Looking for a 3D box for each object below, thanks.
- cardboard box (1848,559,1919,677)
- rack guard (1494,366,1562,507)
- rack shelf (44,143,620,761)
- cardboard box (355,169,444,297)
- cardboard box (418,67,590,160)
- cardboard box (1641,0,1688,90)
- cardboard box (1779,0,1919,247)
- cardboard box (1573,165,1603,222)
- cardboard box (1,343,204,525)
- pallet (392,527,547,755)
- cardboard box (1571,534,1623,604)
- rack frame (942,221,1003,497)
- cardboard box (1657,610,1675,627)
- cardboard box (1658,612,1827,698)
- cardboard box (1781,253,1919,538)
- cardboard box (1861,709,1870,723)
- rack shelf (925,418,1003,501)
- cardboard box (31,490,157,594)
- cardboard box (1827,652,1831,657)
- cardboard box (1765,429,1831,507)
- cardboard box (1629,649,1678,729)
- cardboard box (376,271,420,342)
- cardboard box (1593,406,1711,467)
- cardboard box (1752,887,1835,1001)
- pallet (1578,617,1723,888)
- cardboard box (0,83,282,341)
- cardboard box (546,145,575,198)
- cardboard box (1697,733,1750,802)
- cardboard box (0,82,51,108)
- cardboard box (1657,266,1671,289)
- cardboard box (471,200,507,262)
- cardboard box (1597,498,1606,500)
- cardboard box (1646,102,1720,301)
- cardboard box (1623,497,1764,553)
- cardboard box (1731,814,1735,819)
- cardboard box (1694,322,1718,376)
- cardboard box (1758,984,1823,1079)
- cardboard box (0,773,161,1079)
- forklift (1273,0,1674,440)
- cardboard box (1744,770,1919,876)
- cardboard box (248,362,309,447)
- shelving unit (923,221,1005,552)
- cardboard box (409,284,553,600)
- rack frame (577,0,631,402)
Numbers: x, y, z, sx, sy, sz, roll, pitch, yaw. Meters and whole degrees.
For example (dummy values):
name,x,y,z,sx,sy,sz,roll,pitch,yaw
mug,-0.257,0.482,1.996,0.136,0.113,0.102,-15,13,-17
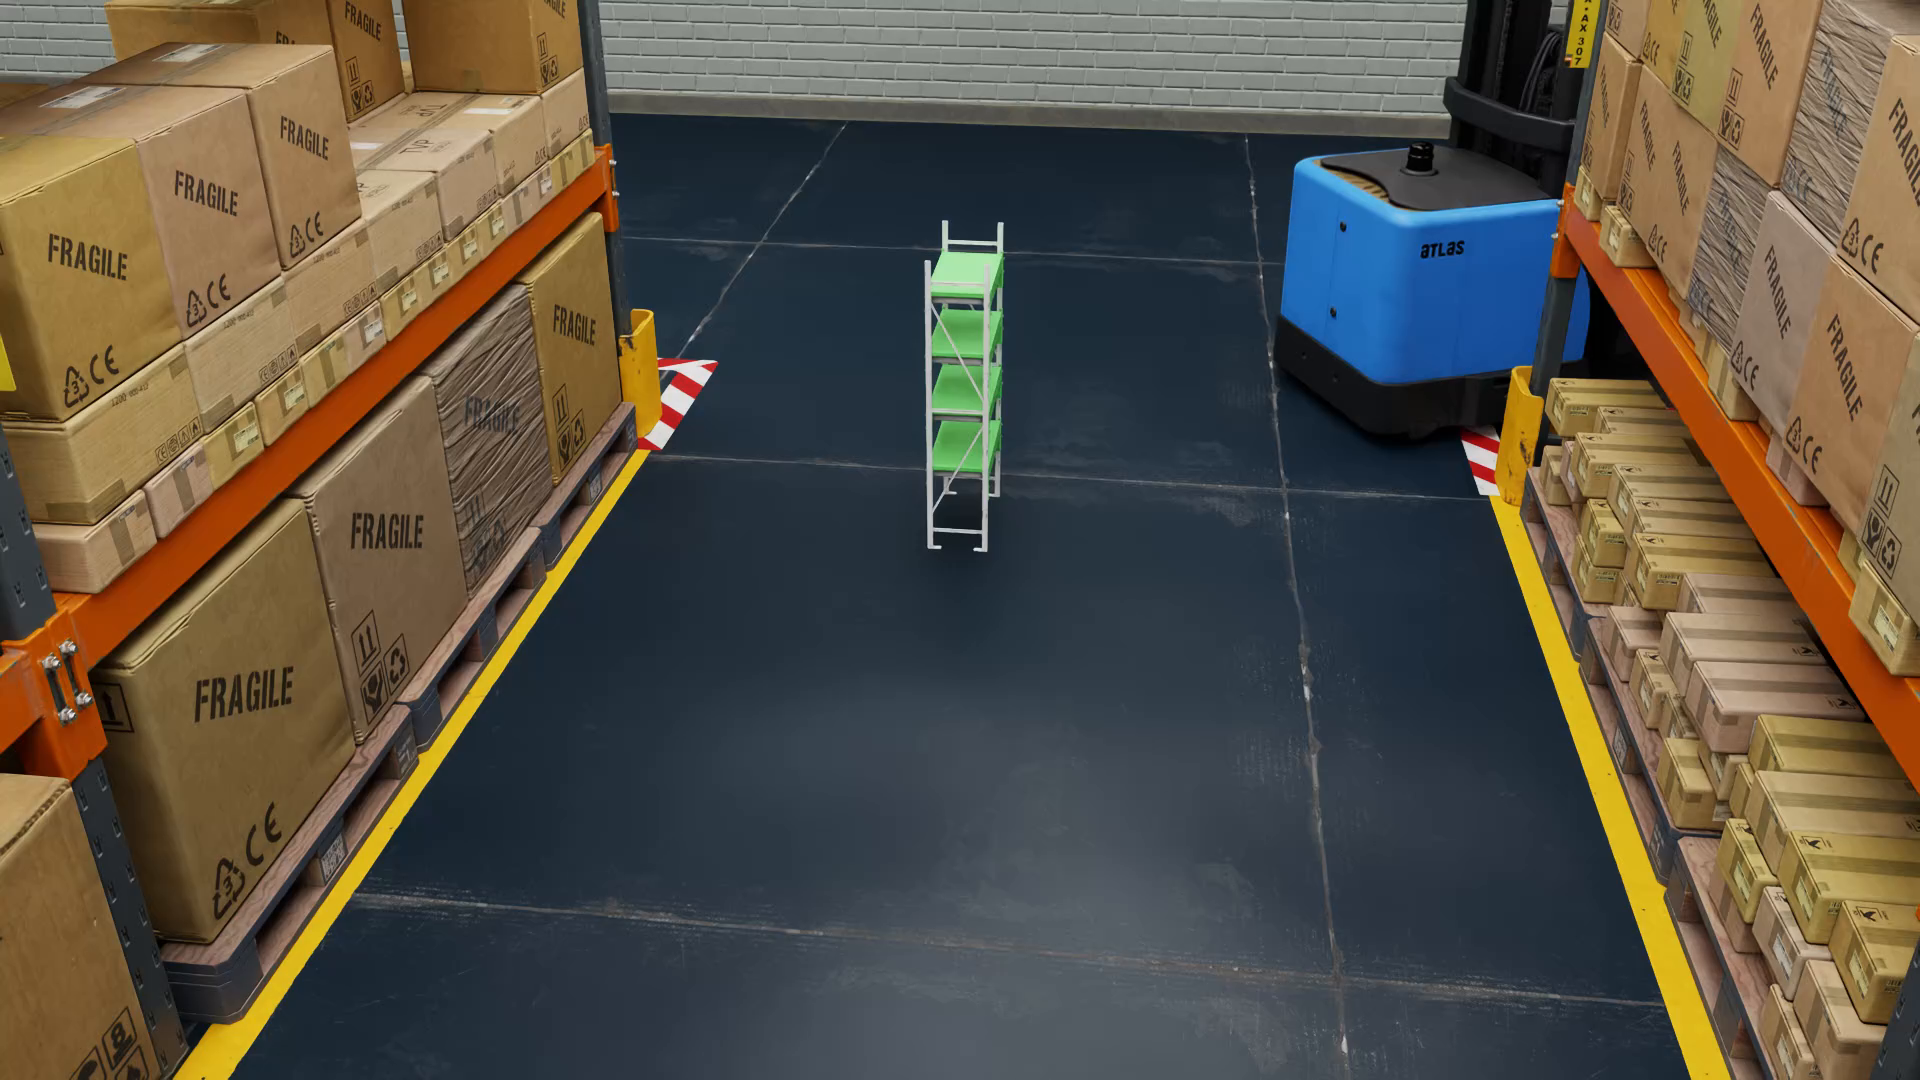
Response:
name,x,y,z,sx,sy,sz,roll,pitch,yaw
cardboard box,2.145,0.172,3.533,0.380,0.149,0.250,3,28,5
rack guard,2.899,-0.410,6.983,1.175,0.500,0.348,3,28,6
rack shelf,-2.246,-0.624,5.503,1.077,0.370,4.000,3,28,6
cardboard box,-1.982,-0.979,5.250,0.500,0.250,0.500,3,29,6
cardboard box,-1.797,-1.703,6.593,0.500,0.250,0.500,3,28,5
cardboard box,2.535,-1.727,5.320,0.500,0.500,0.500,4,29,8
cardboard box,2.343,-0.999,3.968,0.500,0.500,0.500,4,29,8
cardboard box,2.544,-1.302,6.269,0.380,0.149,0.250,3,28,6
cardboard box,-2.174,-0.270,3.933,0.500,0.250,0.500,3,28,5
pallet,-2.174,0.299,5.972,1.003,0.211,1.213,3,28,6
cardboard box,2.412,0.111,5.943,0.380,0.149,0.250,4,29,7
rack frame,0.050,-0.721,6.823,0.240,1.200,0.015,3,28,6
cardboard box,2.489,0.246,5.380,0.380,0.149,0.250,5,29,9
cardboard box,2.291,0.344,4.884,0.380,0.149,0.250,2,28,4
cardboard box,2.262,-0.327,3.774,0.500,0.500,0.500,3,28,5
cardboard box,2.901,0.641,4.960,0.380,0.149,0.250,3,28,5
rack shelf,0.020,-0.339,6.754,0.258,0.148,0.480,3,28,6
cardboard box,-2.125,-0.008,3.868,0.380,0.149,0.250,3,29,6
cardboard box,2.965,0.267,5.341,0.380,0.149,0.250,5,29,9
cardboard box,2.296,-0.200,4.223,0.380,0.149,0.250,2,28,4
cardboard box,2.351,0.481,5.257,0.380,0.149,0.250,3,28,6
cardboard box,-1.936,-0.742,5.230,0.380,0.149,0.250,3,28,5
cardboard box,2.593,-0.374,6.217,0.380,0.149,0.250,4,29,7
cardboard box,2.163,0.981,4.015,0.380,0.149,0.250,2,28,4
pallet,2.613,0.670,5.283,1.003,0.211,1.213,3,28,6
cardboard box,-2.111,-0.836,4.193,0.500,0.500,0.500,3,28,6
cardboard box,-1.748,-1.462,6.566,0.380,0.149,0.250,4,29,7
cardboard box,2.318,0.621,4.685,0.380,0.149,0.250,4,29,7
cardboard box,-2.635,-0.862,4.240,0.500,0.500,0.500,4,29,7
cardboard box,2.572,-0.926,5.571,0.380,0.149,0.250,5,29,9
cardboard box,-1.842,-1.104,5.901,0.380,0.149,0.250,3,28,5
cardboard box,2.558,-0.129,6.076,0.380,0.149,0.250,4,29,7
cardboard box,2.467,-1.042,5.103,0.500,0.500,0.500,4,29,7
cardboard box,2.443,-0.011,5.544,0.380,0.149,0.250,4,29,8
cardboard box,2.365,0.840,4.591,0.380,0.149,0.250,3,28,5
cardboard box,2.403,-0.565,4.900,0.380,0.149,0.250,4,29,8
cardboard box,2.129,1.203,3.918,0.380,0.149,0.250,4,29,7
cardboard box,-2.550,1.054,3.428,1.225,0.875,0.875,3,29,6
forklift,3.134,-2.144,7.639,3.031,2.935,1.130,-9,30,-16
cardboard box,2.219,0.722,4.182,0.380,0.149,0.250,3,28,6
cardboard box,-2.031,-0.380,4.557,0.380,0.149,0.250,3,28,5
shelving unit,0.020,-0.606,6.610,0.258,1.200,0.503,3,28,6
cardboard box,-2.112,-0.397,6.122,0.875,0.875,0.875,3,28,6
rack frame,-2.001,-1.882,7.080,1.000,3.000,0.127,3,28,6
